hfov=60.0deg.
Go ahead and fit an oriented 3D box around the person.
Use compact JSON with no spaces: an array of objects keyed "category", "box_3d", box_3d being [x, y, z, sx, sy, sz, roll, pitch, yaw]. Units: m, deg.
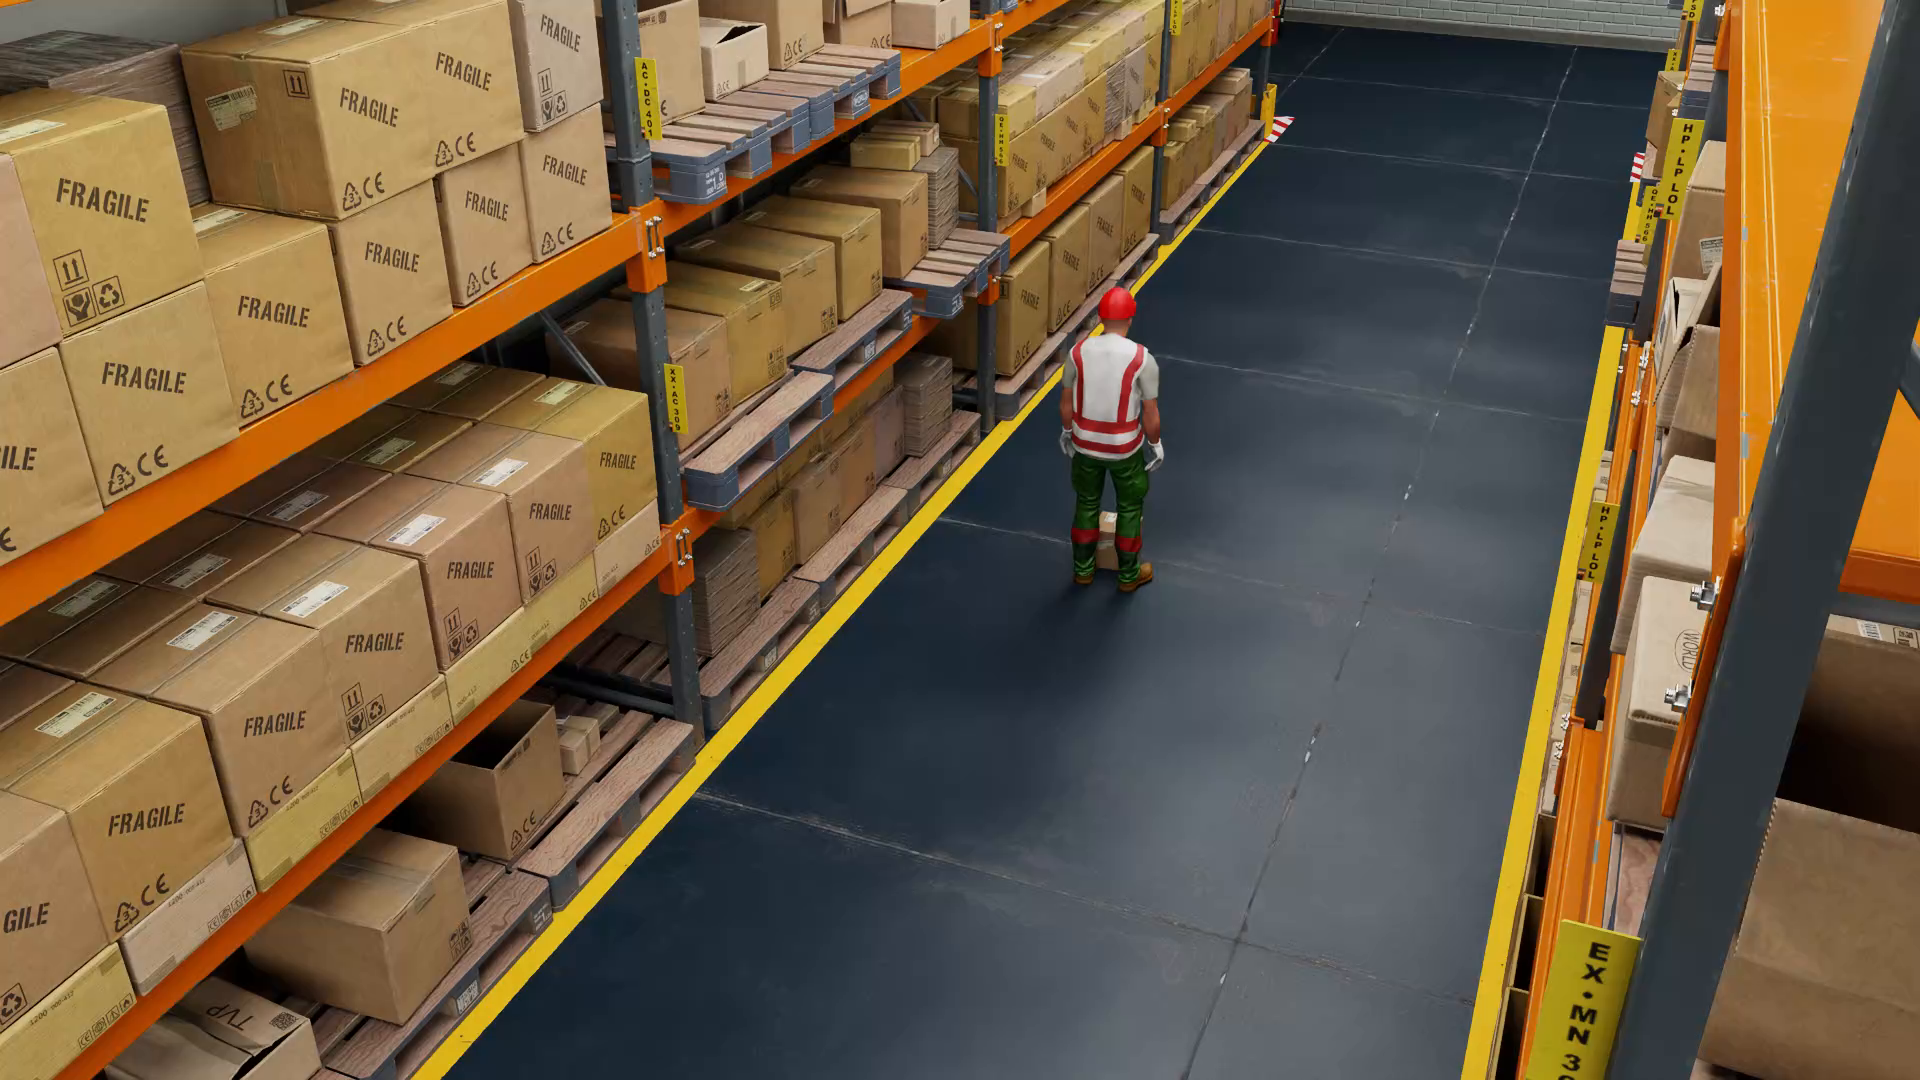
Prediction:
[{"category":"person","box_3d":[0.850,-0.552,9.366,0.609,1.780,0.448,12,31,20]}]
